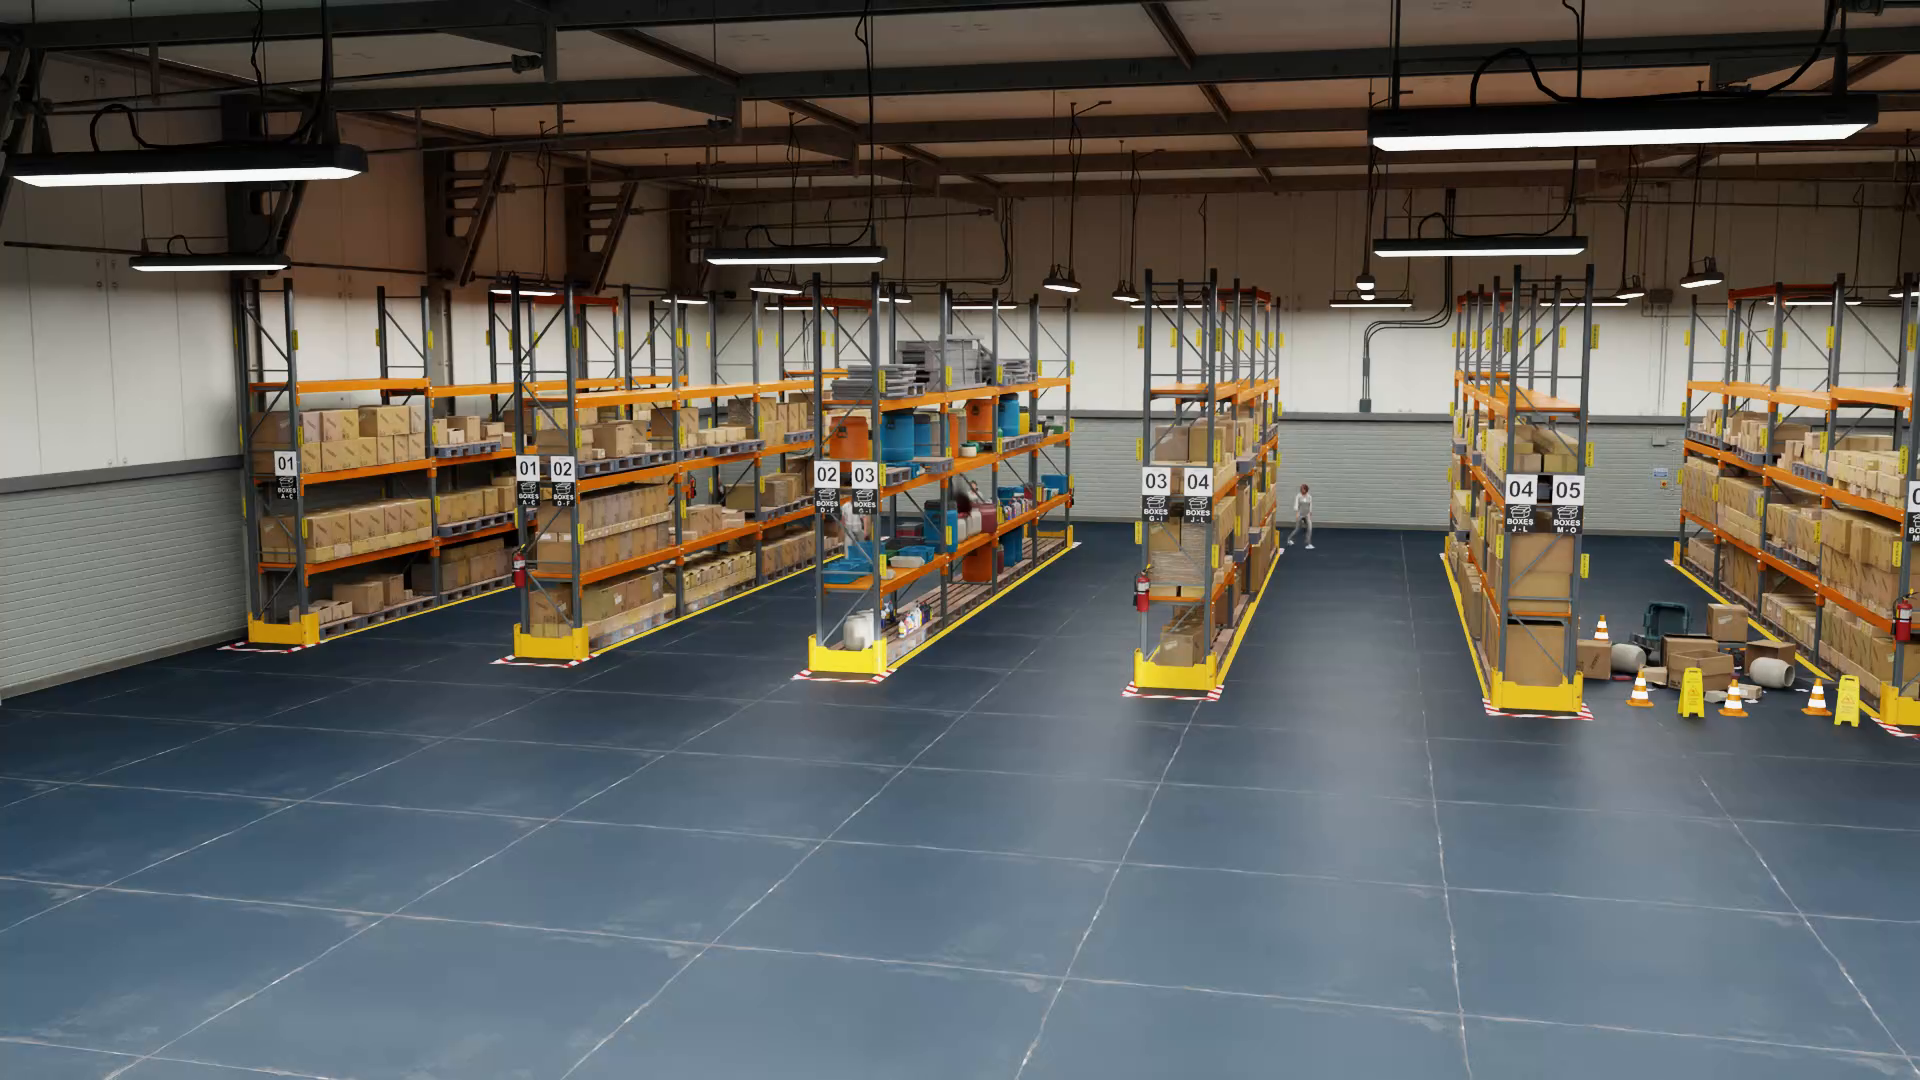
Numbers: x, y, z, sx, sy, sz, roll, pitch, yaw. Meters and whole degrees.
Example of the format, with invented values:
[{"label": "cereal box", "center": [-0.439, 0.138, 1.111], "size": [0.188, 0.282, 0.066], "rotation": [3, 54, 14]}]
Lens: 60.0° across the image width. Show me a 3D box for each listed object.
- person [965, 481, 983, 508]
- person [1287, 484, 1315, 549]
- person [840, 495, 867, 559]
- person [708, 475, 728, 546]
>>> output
[{"label": "person", "center": [0.307, -0.612, 39.991], "size": [0.496, 1.619, 0.996], "rotation": [3, 7, 23]}, {"label": "person", "center": [8.251, -0.582, 40.047], "size": [0.501, 1.553, 0.837], "rotation": [-4, 8, -27]}, {"label": "person", "center": [-2.359, -0.233, 36.632], "size": [0.679, 1.708, 1.072], "rotation": [1, 7, 11]}, {"label": "person", "center": [-5.934, -0.741, 40.932], "size": [0.394, 1.748, 0.602], "rotation": [3, 8, 26]}]
